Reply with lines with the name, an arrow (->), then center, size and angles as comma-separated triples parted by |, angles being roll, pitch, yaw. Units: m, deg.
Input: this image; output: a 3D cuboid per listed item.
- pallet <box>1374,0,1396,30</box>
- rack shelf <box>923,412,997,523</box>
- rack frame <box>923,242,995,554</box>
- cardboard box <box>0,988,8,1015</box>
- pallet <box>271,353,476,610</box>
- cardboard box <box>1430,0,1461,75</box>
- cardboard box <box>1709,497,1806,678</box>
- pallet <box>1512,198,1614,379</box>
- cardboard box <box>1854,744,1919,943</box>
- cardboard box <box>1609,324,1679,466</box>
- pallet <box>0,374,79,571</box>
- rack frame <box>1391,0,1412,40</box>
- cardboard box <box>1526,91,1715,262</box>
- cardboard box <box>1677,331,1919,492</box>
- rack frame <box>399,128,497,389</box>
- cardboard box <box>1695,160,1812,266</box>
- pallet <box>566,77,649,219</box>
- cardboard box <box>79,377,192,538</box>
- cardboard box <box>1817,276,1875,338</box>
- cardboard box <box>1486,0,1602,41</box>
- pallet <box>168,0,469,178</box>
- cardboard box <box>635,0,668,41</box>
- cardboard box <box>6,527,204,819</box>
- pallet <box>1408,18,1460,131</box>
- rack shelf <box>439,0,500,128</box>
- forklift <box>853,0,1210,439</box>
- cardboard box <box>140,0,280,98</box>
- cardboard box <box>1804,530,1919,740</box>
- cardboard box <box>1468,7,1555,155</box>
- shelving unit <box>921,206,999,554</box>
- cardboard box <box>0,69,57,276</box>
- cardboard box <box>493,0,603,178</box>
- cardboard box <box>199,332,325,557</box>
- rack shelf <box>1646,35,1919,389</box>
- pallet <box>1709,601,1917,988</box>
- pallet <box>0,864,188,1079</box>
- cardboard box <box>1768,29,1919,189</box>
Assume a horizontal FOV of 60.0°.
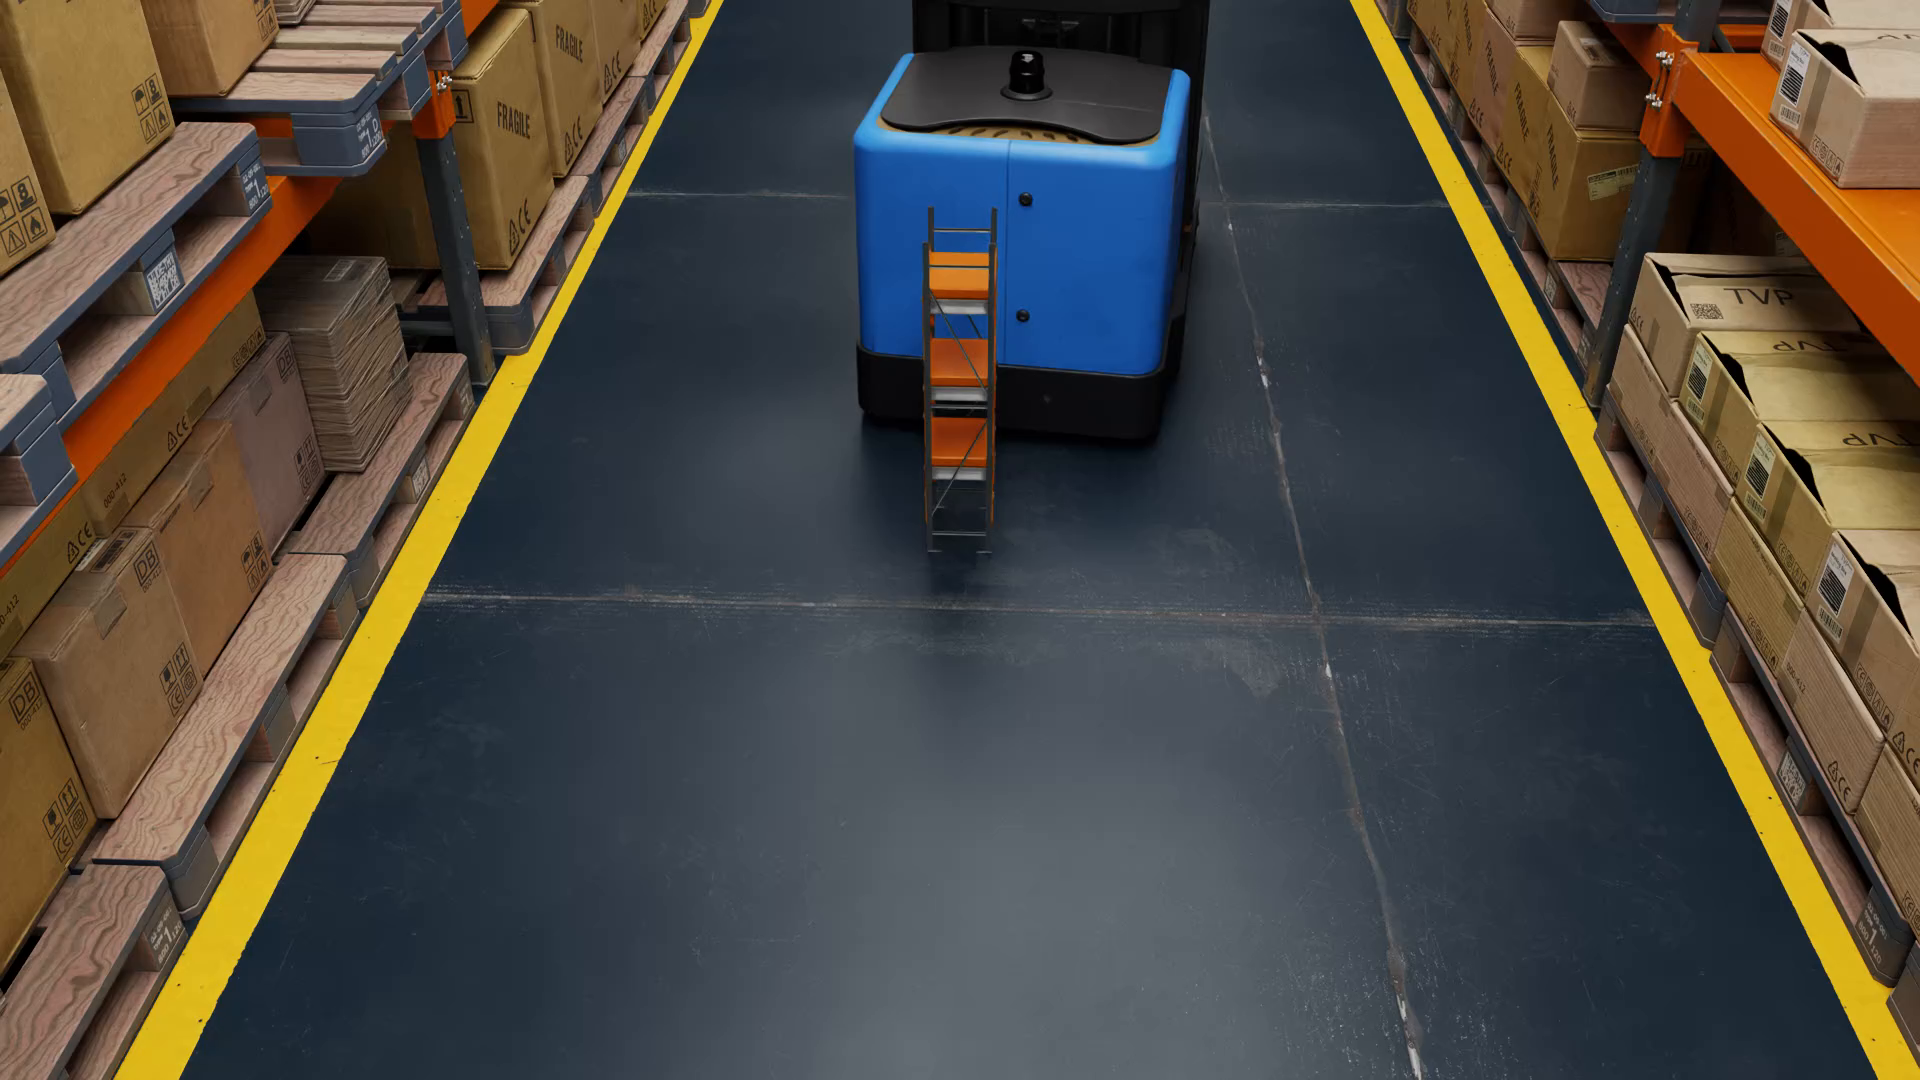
pallet -> 2.929, -3.262, 9.709 | 1.003, 0.211, 1.213 | 1, 35, 2
rack shelf -> 0.002, -0.224, 5.158 | 0.215, 0.259, 0.240 | 1, 35, 2
rack frame -> -0.003, -0.390, 4.892 | 0.200, 1.050, 0.008 | 1, 35, 2
cardboard box -> -2.358, 0.895, 3.160 | 0.700, 0.500, 0.500 | 2, 35, 3
pallet -> -2.243, -0.233, 5.398 | 1.003, 0.211, 1.213 | 1, 35, 2
cardboard box -> 2.627, -2.587, 8.114 | 0.500, 0.500, 0.500 | 2, 35, 3
cardboard box -> 2.391, 0.124, 4.491 | 0.500, 0.250, 0.500 | 0, 35, 1
pallet -> 2.808, -0.998, 6.486 | 1.003, 0.211, 1.213 | 1, 35, 2
cardboard box -> 2.349, 0.711, 3.656 | 0.500, 0.250, 0.500 | 2, 35, 3
cardboard box -> 2.426, -0.463, 5.327 | 0.500, 0.250, 0.500 | 1, 35, 2
pallet -> -2.194, 0.118, 2.640 | 1.003, 0.211, 1.213 | 1, 35, 2
rack frame -> 2.901, -4.009, 8.345 | 1.000, 3.000, 0.127 | 1, 35, 2
cardboard box -> 2.543, -1.411, 6.440 | 0.500, 0.500, 0.500 | 3, 35, 4
cardboard box -> 2.413, -0.391, 4.736 | 0.500, 0.311, 0.500 | 1, 35, 1
rack frame -> -2.210, -1.823, 5.235 | 1.000, 3.000, 0.127 | 1, 35, 2
cardboard box -> 3.044, -1.123, 6.030 | 0.500, 0.500, 0.500 | 3, 35, 4
pallet -> -2.051, -1.832, 7.674 | 1.003, 0.211, 1.213 | 1, 35, 2
cardboard box -> -2.288, -0.251, 4.137 | 0.500, 0.250, 0.500 | 1, 35, 2
cardboard box -> 2.965, -0.680, 5.148 | 0.500, 0.311, 0.500 | 2, 35, 3
cardboard box -> 2.578, -2.338, 7.107 | 0.500, 0.250, 0.500 | 1, 35, 1
pallet -> -2.132, -1.333, 4.704 | 1.213, 0.211, 1.003 | 1, 35, 2
cardboard box -> -1.945, -3.037, 8.467 | 0.750, 0.750, 0.750 | 2, 35, 2
cardboard box -> -2.326, 0.304, 4.000 | 0.700, 0.500, 0.500 | 2, 35, 2
pallet -> 2.906, -2.400, 8.481 | 1.003, 0.211, 1.213 | 1, 35, 2
rack shelf -> -2.129, -2.678, 7.077 | 1.077, 0.370, 4.000 | 1, 35, 2
forklift -> 0.410, -2.379, 6.086 | 1.130, 2.935, 3.031 | 6, 36, 8
cardboard box -> -2.214, -1.452, 4.238 | 0.700, 0.500, 0.500 | -2, 35, -3
cardboard box -> 2.370, 0.197, 3.899 | 0.500, 0.311, 0.500 | 1, 35, 1
cardboard box -> 2.579, -2.010, 7.292 | 0.500, 0.500, 0.500 | 0, 35, 0
shelving unit -> 0.002, -0.460, 4.992 | 0.215, 1.050, 0.252 | 1, 35, 2
cardboard box -> -2.291, -0.737, 3.221 | 0.700, 0.500, 0.500 | 6, 36, 8
cardboard box -> -2.008, -2.038, 7.045 | 0.750, 0.750, 0.750 | 1, 35, 2
cardboard box -> -2.324, -0.272, 4.820 | 0.700, 0.500, 0.500 | 1, 35, 2
rack shelf -> 2.660, -0.267, 3.647 | 1.077, 0.370, 4.000 | 1, 35, 2
pallet -> 2.616, 0.601, 4.211 | 1.003, 0.211, 1.213 | 1, 35, 2
pallet -> -2.341, 1.169, 3.404 | 1.003, 0.211, 1.213 | 1, 35, 2
cardboard box -> 2.511, -1.165, 4.376 | 0.500, 0.311, 0.500 | 1, 35, 1
